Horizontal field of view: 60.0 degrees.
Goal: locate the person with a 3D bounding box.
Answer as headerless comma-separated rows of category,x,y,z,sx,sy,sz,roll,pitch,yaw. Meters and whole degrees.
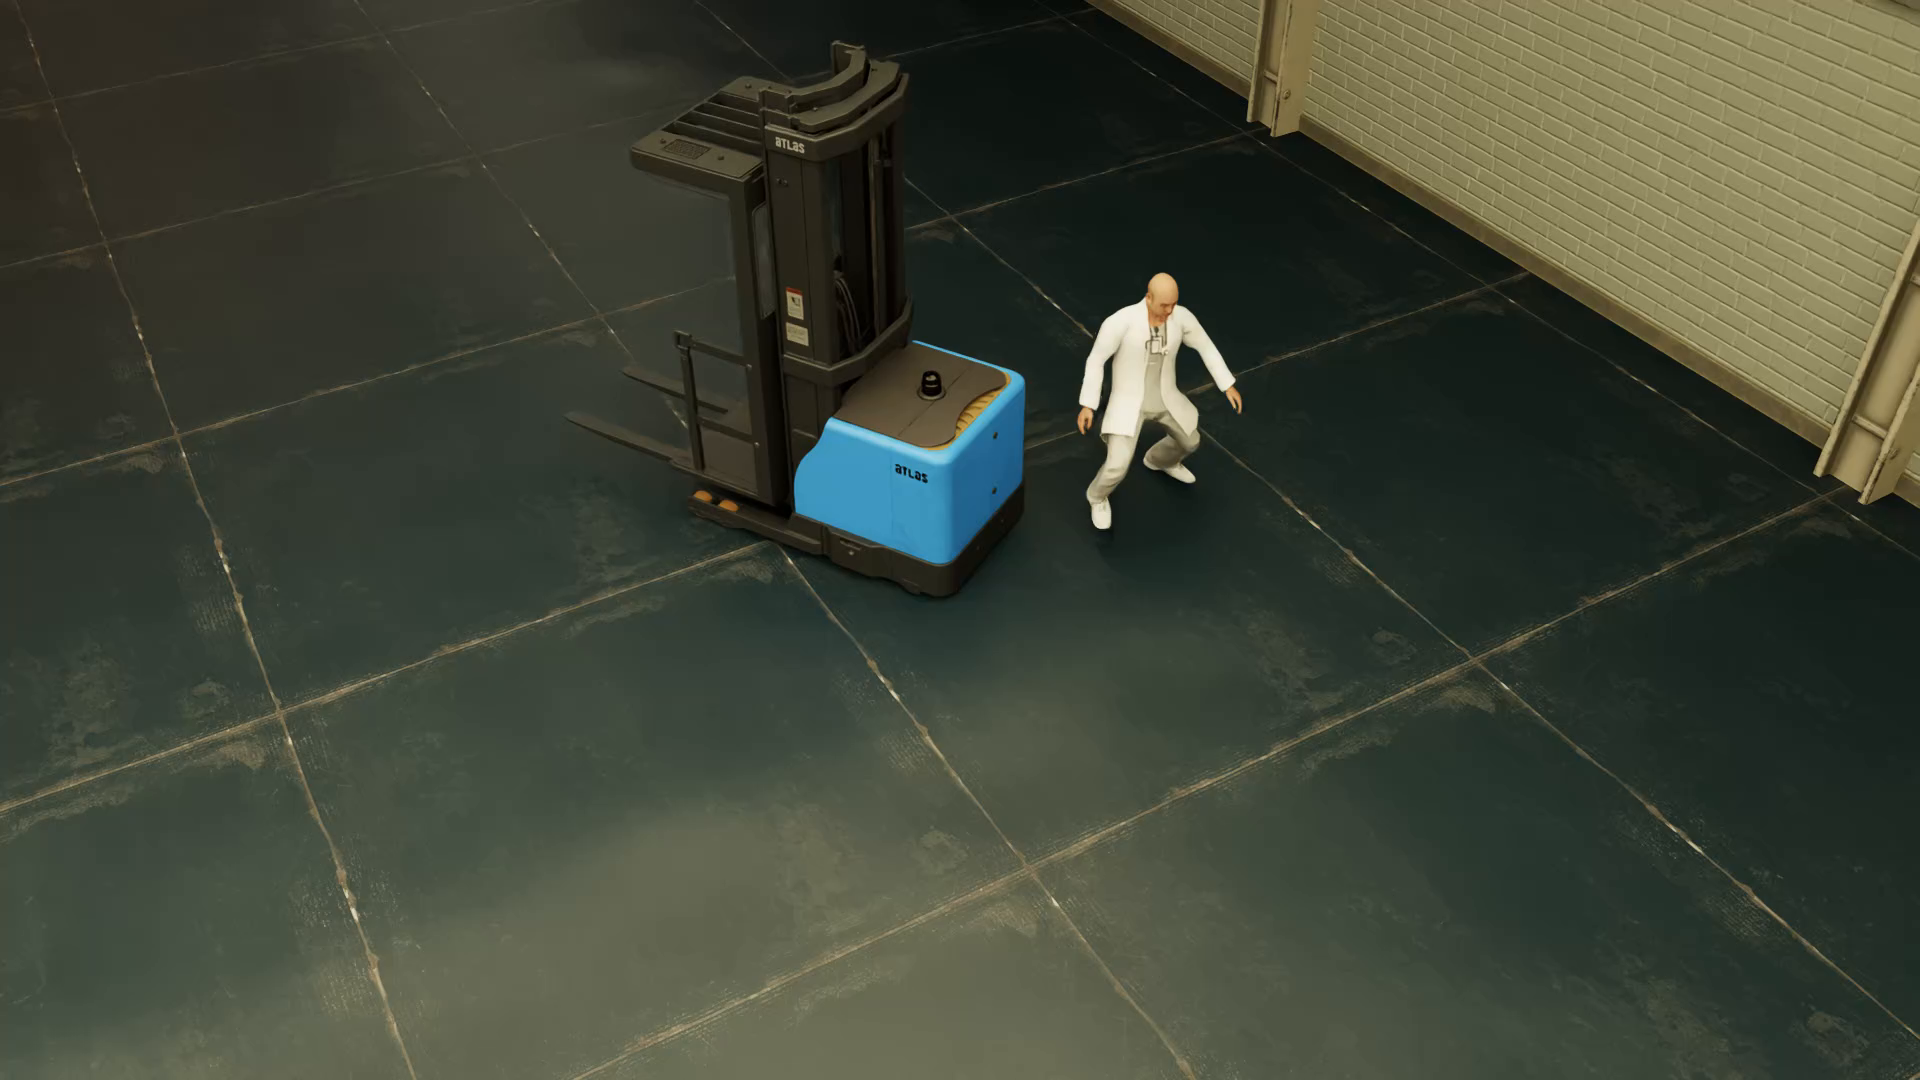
person,1.172,-0.886,10.146,1.003,1.645,0.714,-11,41,-13

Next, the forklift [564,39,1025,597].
forklift,-1.135,-1.482,9.823,3.031,2.935,1.130,20,44,22
